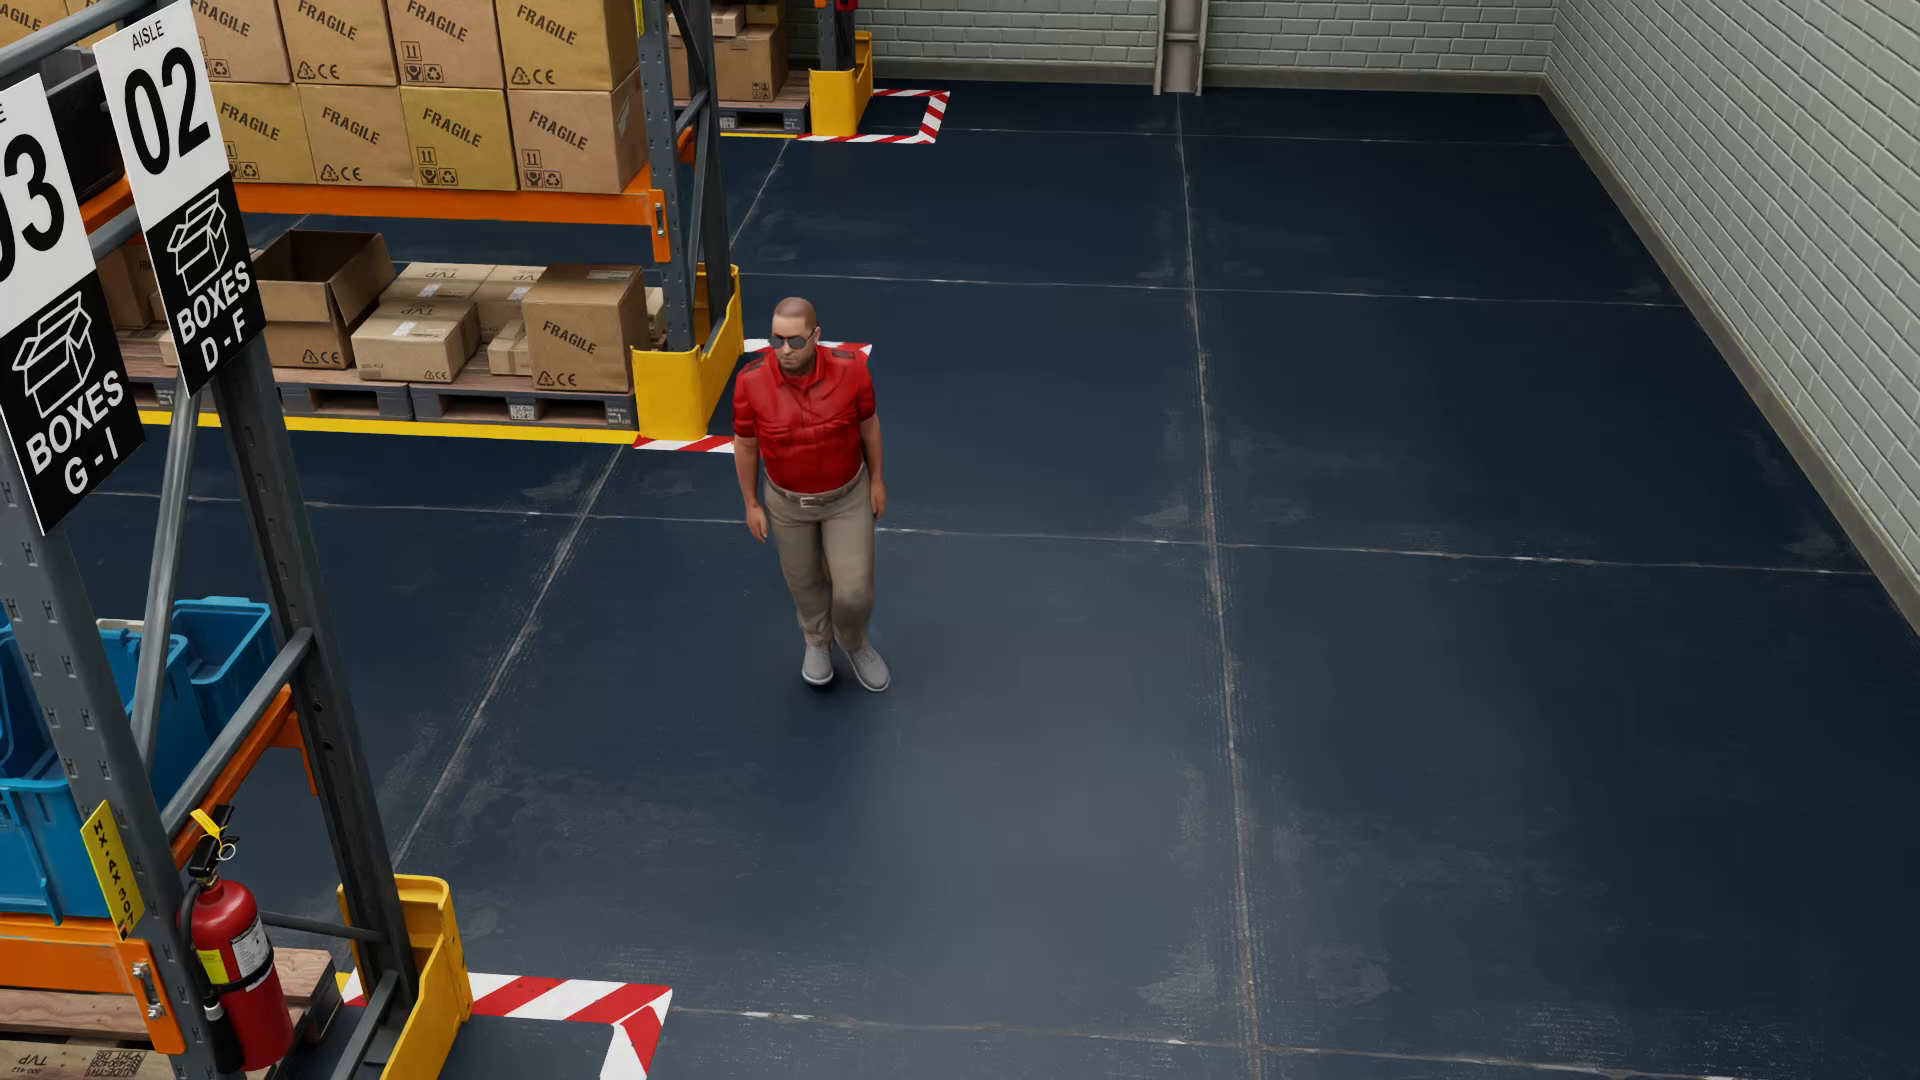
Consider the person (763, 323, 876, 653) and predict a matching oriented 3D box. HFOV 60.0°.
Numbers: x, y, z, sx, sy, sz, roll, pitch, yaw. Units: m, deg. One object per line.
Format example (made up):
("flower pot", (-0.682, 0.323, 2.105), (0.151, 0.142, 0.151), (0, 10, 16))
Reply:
("person", (-0.541, -0.157, 6.395), (0.425, 1.539, 0.483), (-1, 32, -1))
